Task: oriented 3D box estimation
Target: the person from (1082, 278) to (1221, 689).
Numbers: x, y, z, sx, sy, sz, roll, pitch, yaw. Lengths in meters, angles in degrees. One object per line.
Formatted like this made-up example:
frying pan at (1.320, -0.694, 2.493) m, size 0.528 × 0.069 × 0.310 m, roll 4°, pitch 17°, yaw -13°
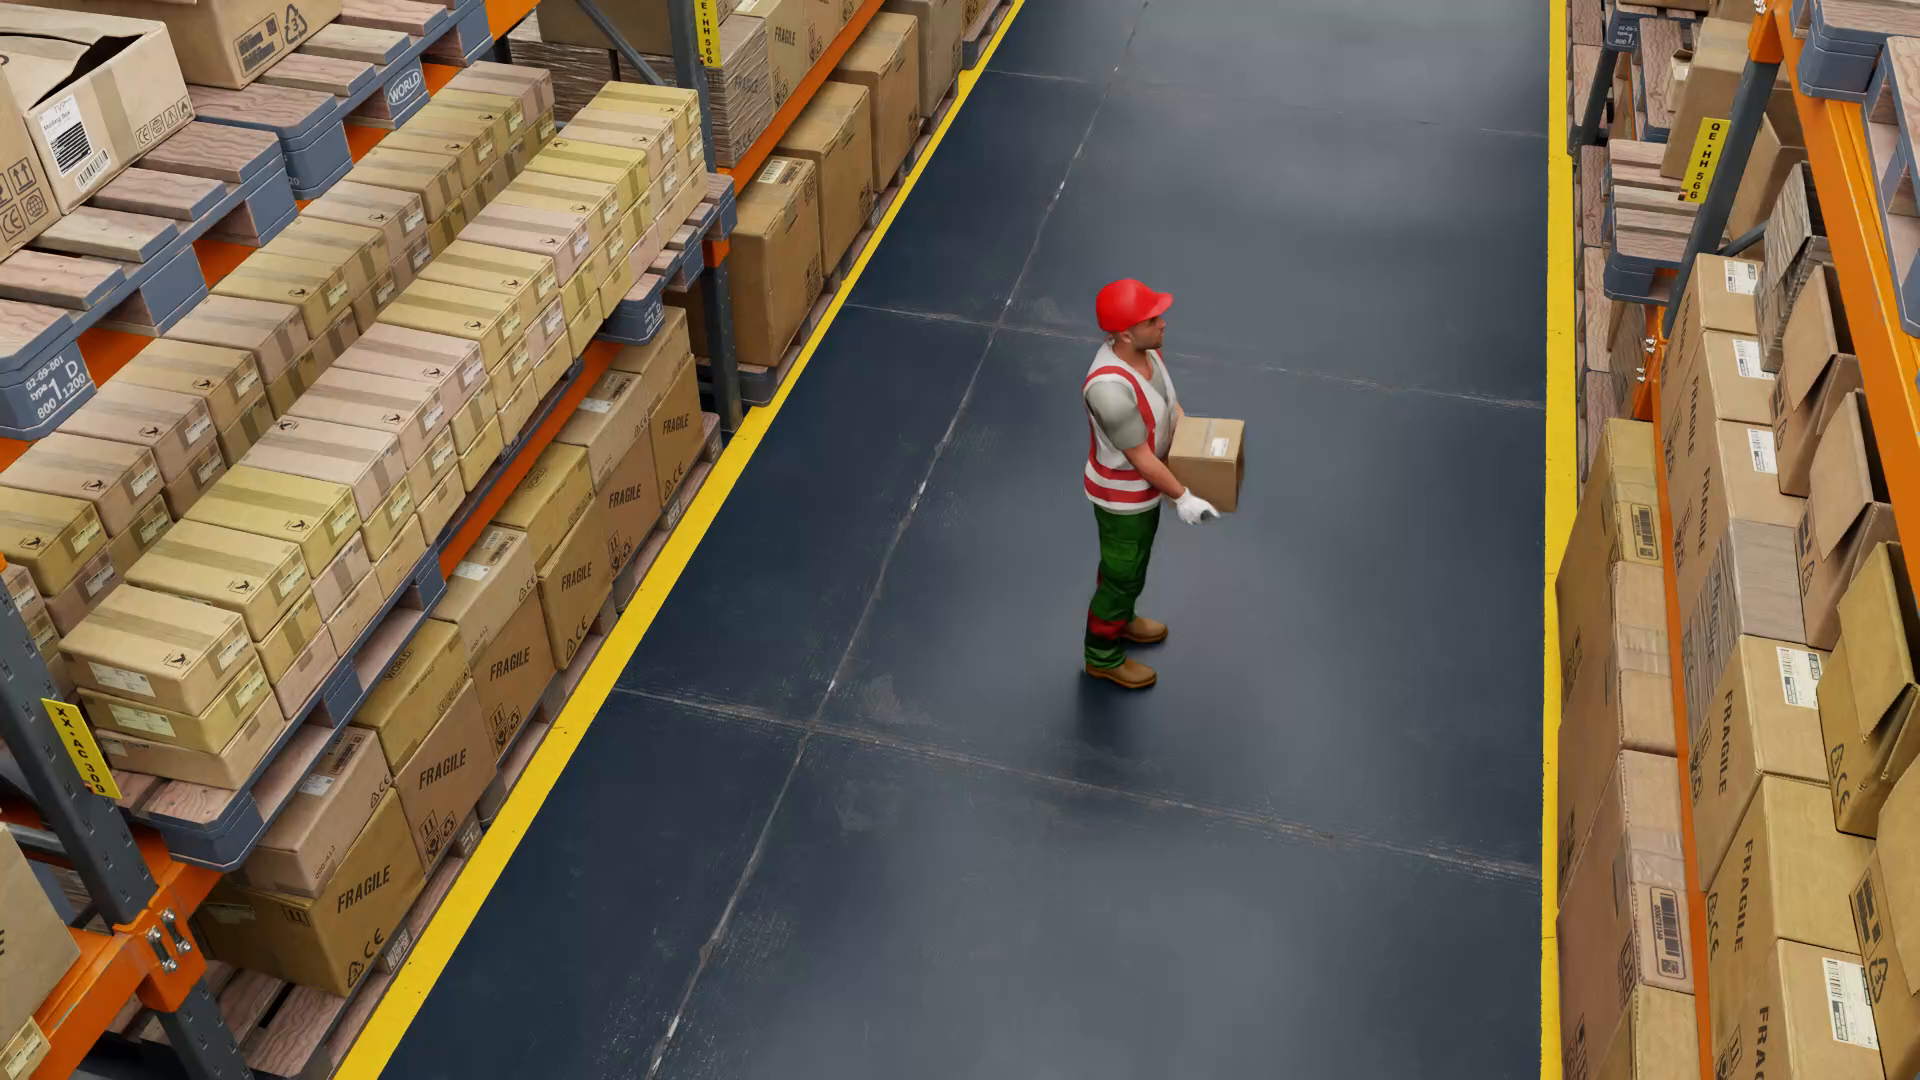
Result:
person at (0.745, -0.189, 6.358) m, size 0.559 × 1.790 × 0.504 m, roll 12°, pitch 42°, yaw 13°
